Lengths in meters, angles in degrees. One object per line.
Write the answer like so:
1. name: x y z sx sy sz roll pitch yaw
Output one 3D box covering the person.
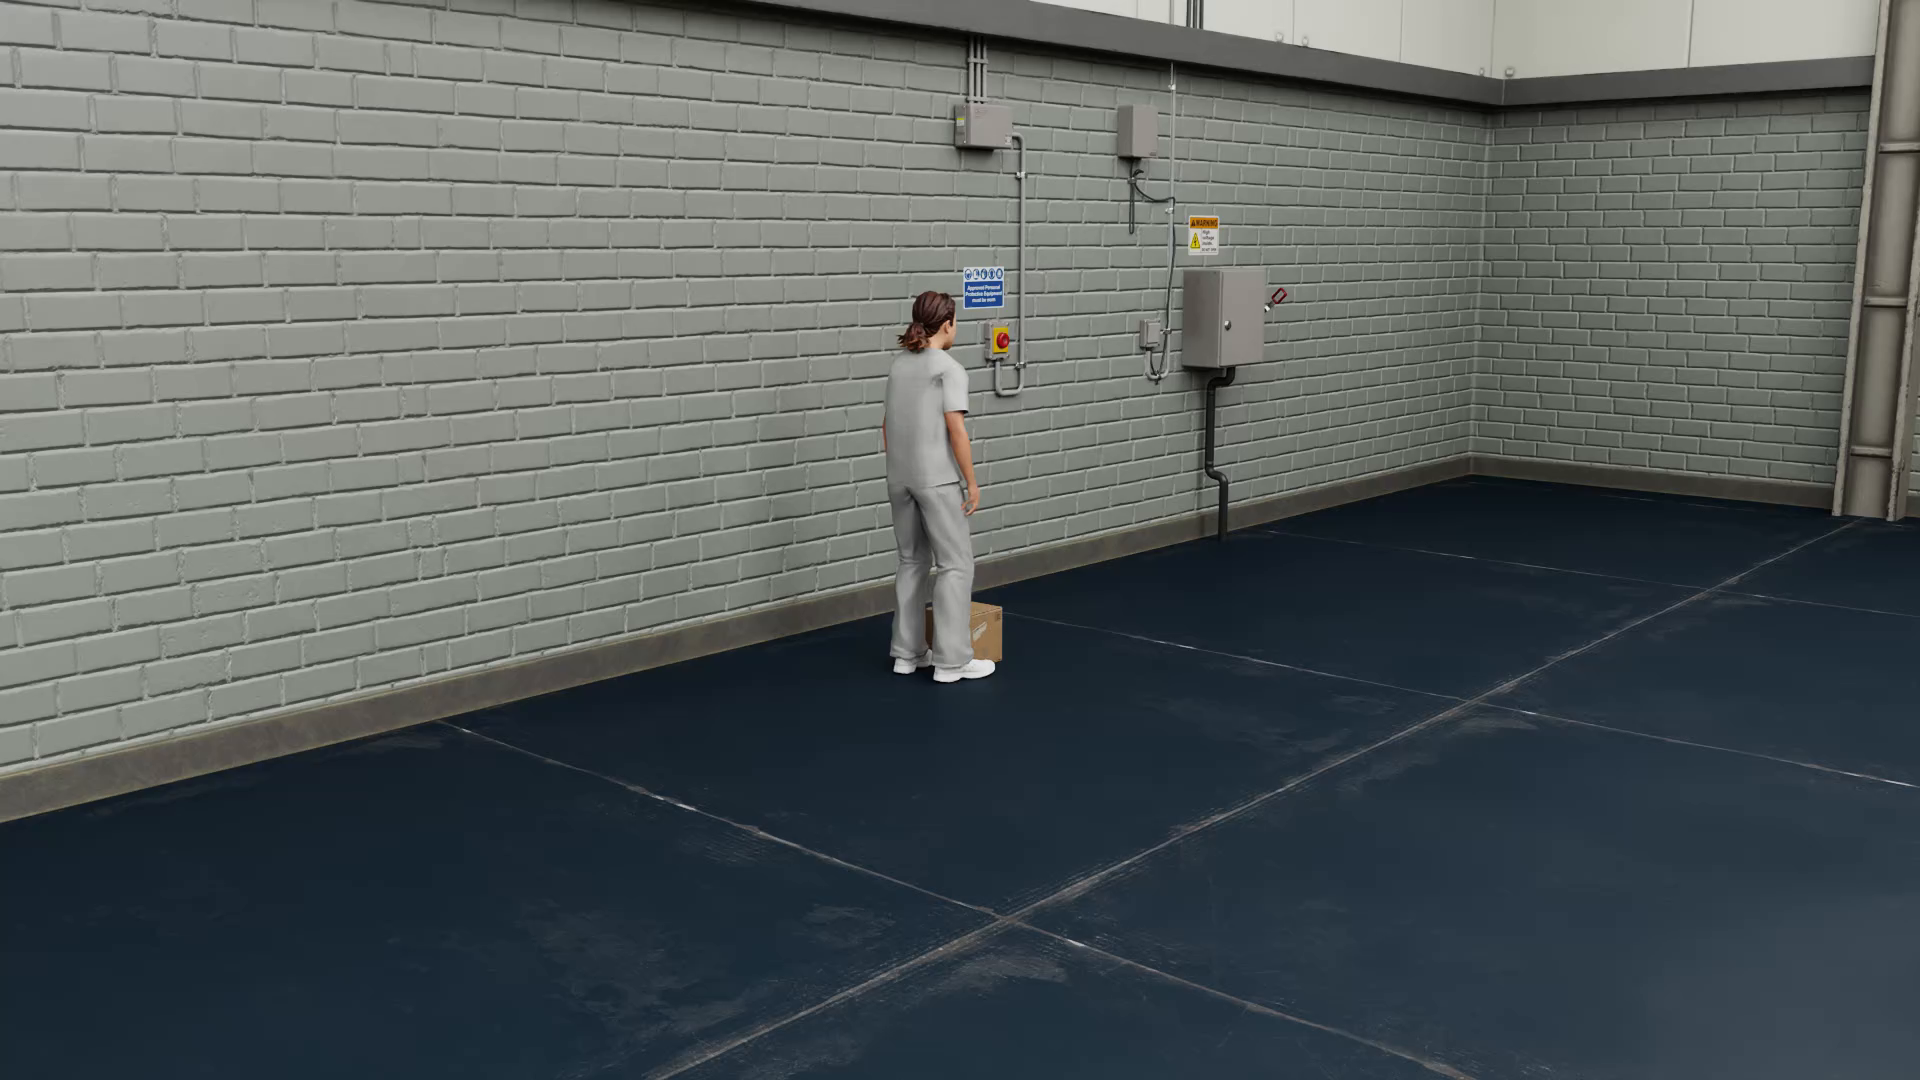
1. person: -0.127 -0.237 7.220 0.488 1.673 0.359 9 14 41
